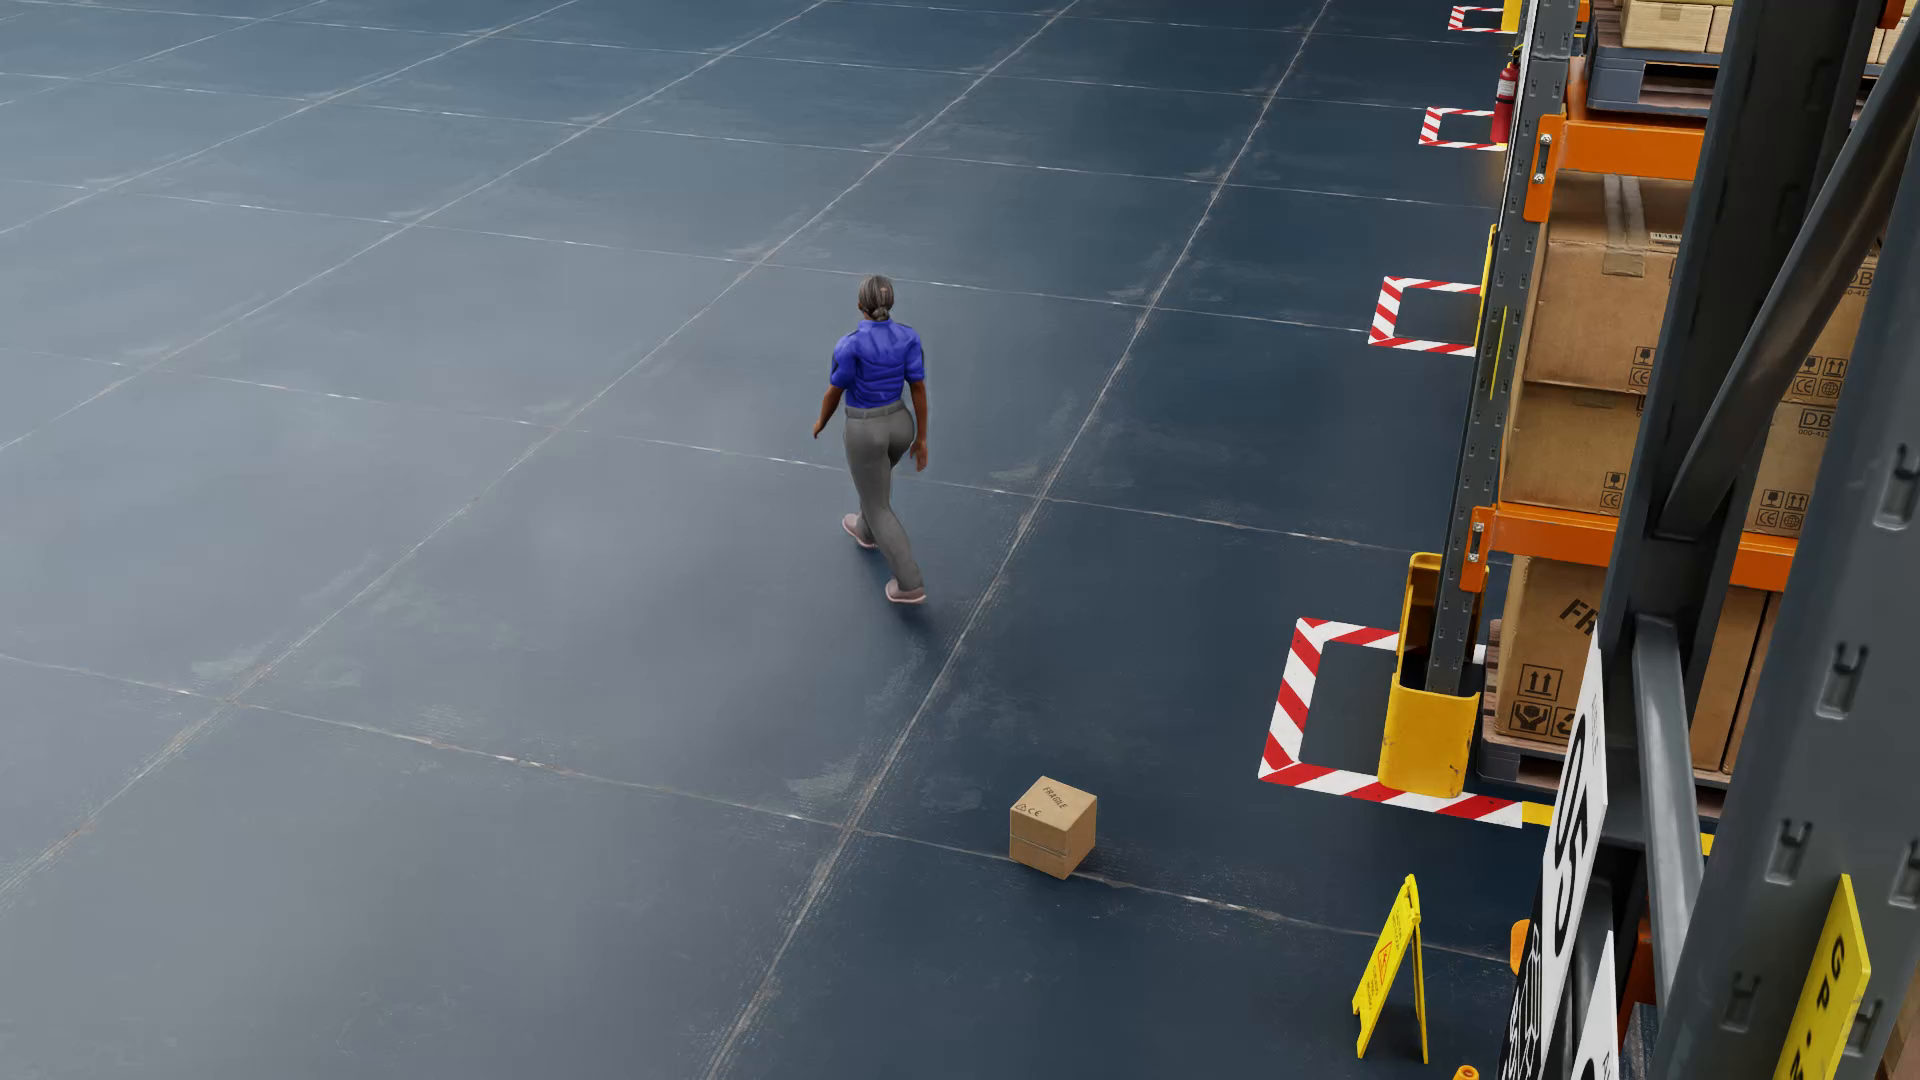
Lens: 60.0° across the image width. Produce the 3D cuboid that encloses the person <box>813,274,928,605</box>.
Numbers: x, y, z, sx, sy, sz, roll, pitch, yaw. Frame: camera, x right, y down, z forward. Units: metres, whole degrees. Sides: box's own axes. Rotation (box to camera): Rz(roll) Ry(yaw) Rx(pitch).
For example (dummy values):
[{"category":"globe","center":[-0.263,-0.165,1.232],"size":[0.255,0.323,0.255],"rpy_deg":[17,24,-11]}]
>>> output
[{"category":"person","center":[-0.414,-0.533,8.076],"size":[0.447,1.595,1.022],"rpy_deg":[-19,34,-30]}]
